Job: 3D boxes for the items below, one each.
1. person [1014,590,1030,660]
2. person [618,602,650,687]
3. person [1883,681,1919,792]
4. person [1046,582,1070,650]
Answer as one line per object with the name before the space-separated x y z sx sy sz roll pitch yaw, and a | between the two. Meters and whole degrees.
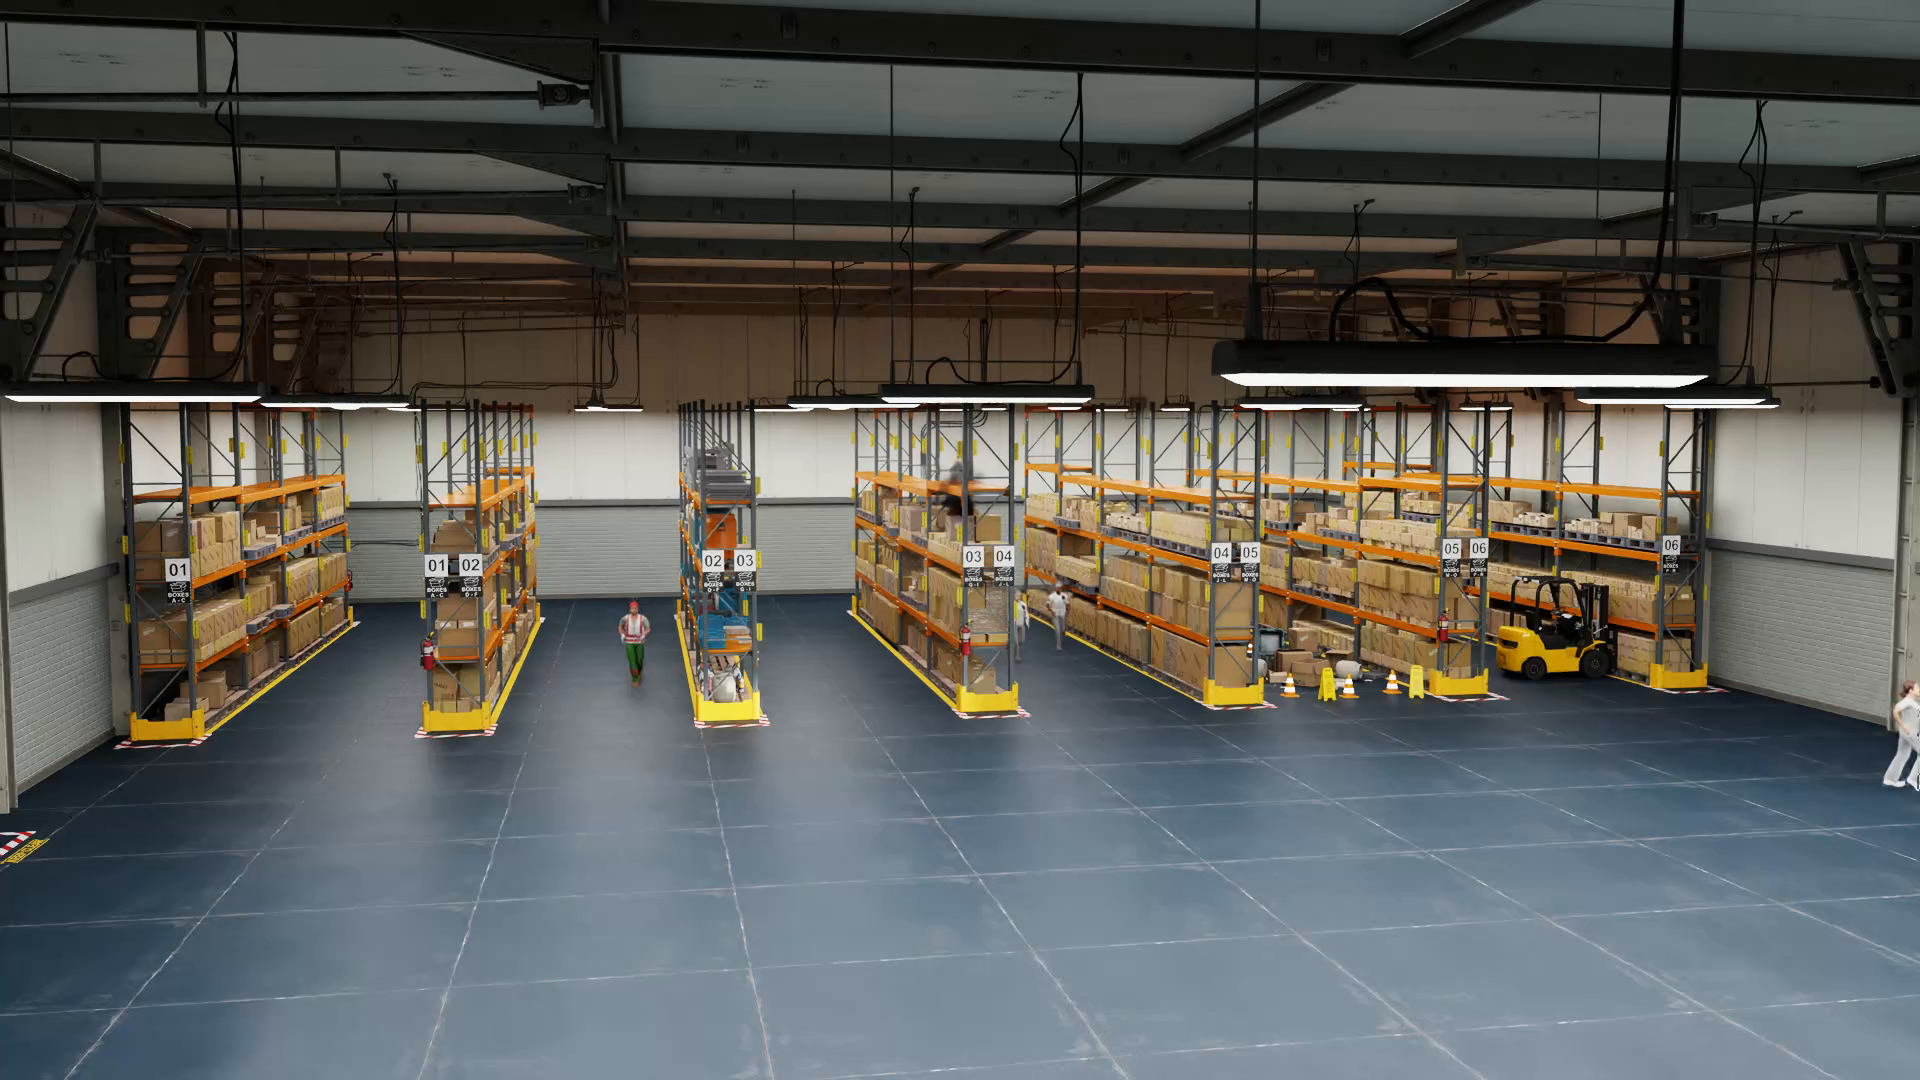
person | 1.322 1.980 38.914 0.598 1.646 0.583 -1 5 -18
person | -6.881 2.187 35.149 0.664 1.776 0.803 -1 4 -10
person | 14.437 2.980 25.267 0.676 1.703 0.545 2 5 26
person | 2.396 1.835 40.582 0.598 1.651 0.620 -1 4 -9
